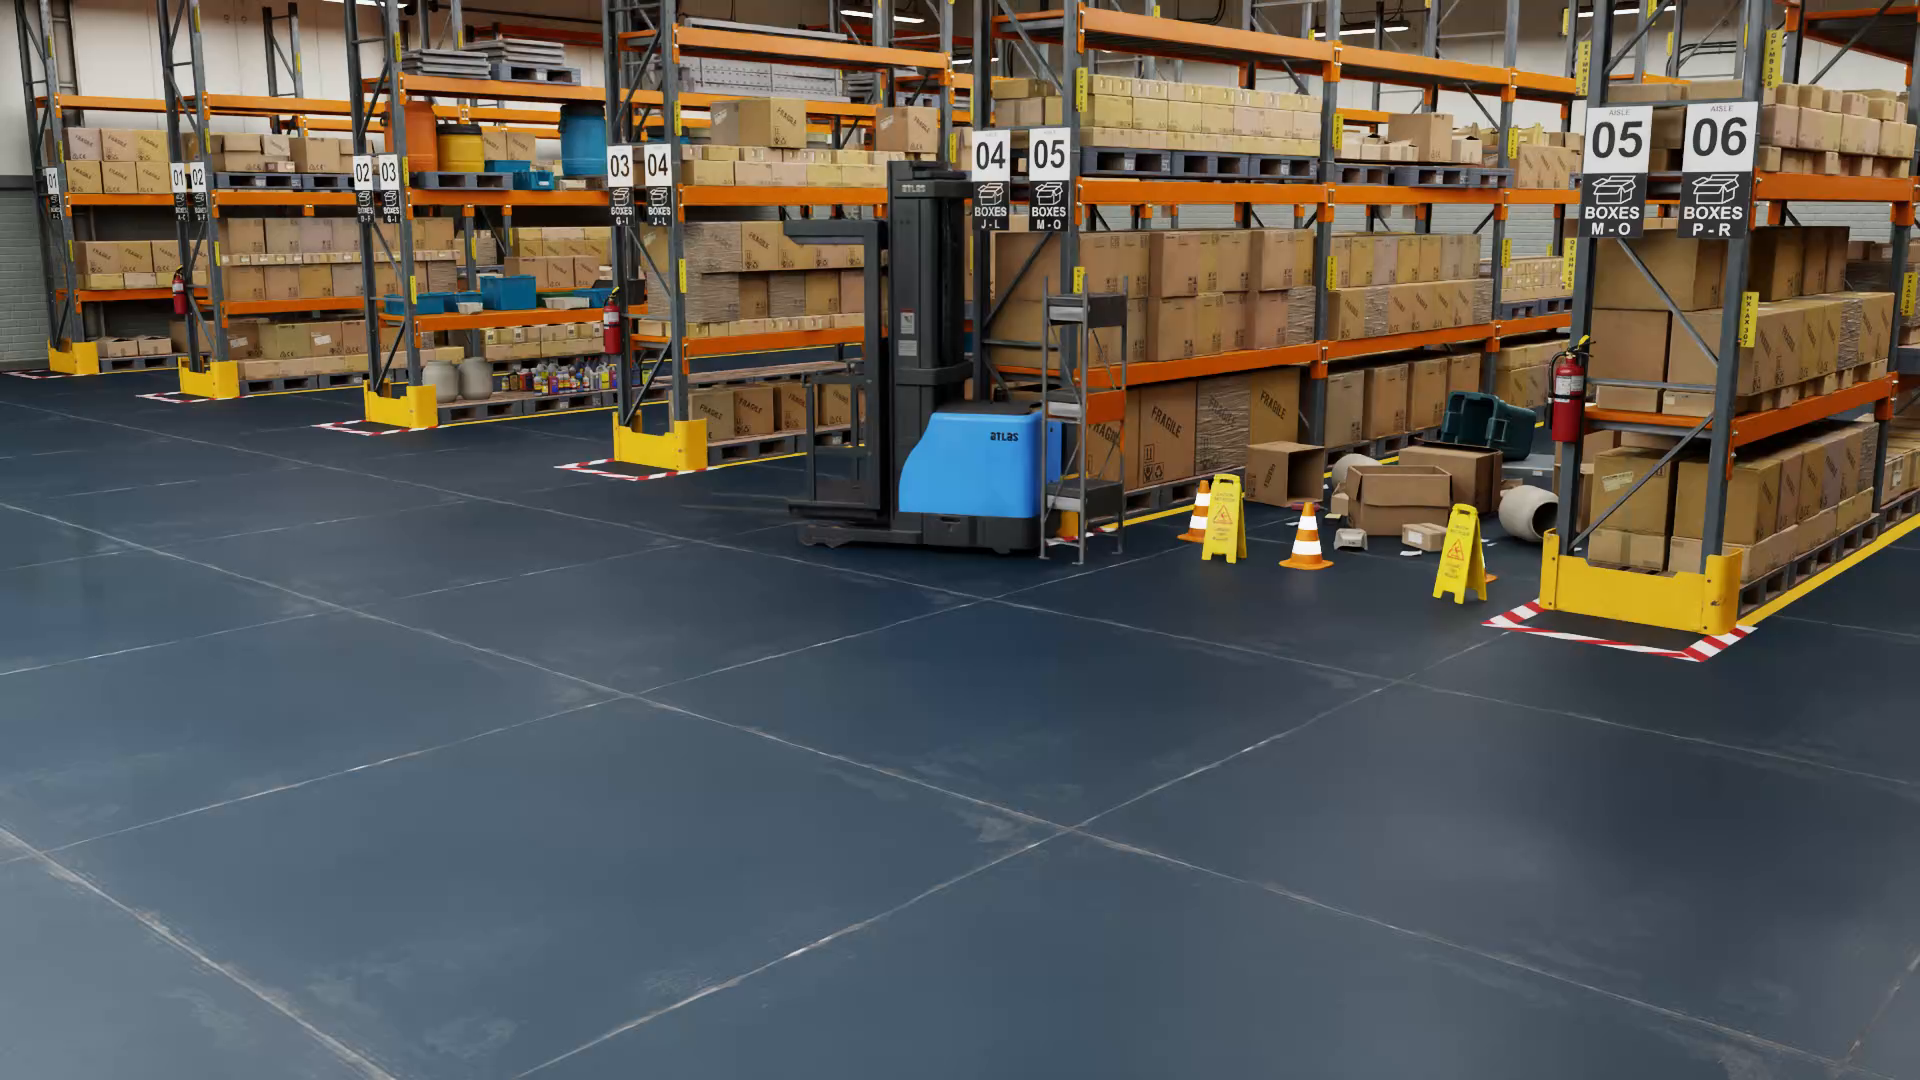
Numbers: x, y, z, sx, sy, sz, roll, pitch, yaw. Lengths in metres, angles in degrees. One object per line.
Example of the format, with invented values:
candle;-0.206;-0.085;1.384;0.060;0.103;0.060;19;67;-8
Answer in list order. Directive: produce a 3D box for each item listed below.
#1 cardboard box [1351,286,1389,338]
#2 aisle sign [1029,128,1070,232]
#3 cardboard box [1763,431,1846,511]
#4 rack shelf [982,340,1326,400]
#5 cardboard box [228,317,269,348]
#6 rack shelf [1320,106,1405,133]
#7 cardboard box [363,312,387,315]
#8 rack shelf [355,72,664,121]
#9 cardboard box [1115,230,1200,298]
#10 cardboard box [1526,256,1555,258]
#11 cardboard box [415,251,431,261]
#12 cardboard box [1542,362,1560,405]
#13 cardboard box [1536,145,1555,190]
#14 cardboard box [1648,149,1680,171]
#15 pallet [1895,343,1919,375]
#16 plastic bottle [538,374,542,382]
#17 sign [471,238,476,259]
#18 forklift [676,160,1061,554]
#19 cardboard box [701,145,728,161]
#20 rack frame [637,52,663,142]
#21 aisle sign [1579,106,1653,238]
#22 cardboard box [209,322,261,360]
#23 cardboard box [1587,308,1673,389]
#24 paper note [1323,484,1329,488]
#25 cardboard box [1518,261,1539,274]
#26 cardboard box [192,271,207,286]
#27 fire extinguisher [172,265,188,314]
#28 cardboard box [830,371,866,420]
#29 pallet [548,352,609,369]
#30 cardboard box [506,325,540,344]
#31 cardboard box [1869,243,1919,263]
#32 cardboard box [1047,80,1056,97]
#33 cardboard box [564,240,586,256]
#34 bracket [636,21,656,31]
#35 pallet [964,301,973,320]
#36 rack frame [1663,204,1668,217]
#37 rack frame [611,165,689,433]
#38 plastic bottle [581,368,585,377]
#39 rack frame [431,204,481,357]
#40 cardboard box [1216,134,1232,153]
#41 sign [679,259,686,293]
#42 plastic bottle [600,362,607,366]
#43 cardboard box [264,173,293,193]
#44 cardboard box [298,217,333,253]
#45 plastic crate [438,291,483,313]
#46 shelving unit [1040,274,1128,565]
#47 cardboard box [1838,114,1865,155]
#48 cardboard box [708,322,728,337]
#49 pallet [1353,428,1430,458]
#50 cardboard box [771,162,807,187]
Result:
cardboard box;4.043;-2.345;17.037;0.500;0.500;0.500;10;15;41
aisle sign;0.699;-2.816;13.014;0.394;0.787;0.004;10;15;40
cardboard box;6.086;-0.507;12.124;0.500;0.500;0.500;11;16;43
rack shelf;1.840;-1.532;15.058;1.077;0.370;4.000;10;15;40
cardboard box;-12.316;-3.588;28.777;0.500;0.500;0.500;8;14;36
rack shelf;6.103;-6.699;26.634;1.077;0.370;4.000;10;15;40
cardboard box;-10.884;-3.939;30.533;0.700;0.500;0.500;9;15;39
rack shelf;-5.539;-5.574;21.001;1.077;0.370;4.000;10;15;40
cardboard box;1.560;-2.401;14.432;0.875;0.550;0.550;10;15;40
cardboard box;7.657;-3.690;22.077;0.380;0.149;0.250;10;15;42
cardboard box;-8.292;-4.341;25.374;0.380;0.149;0.250;9;15;39
cardboard box;7.124;-1.969;20.721;0.500;0.500;0.500;9;15;39
cardboard box;6.703;-4.411;19.725;0.500;0.500;0.500;10;15;40
cardboard box;4.331;-2.402;10.559;0.380;0.149;0.250;10;15;41
pallet;7.559;-1.553;13.819;1.003;0.211;1.213;10;15;40
plastic bottle;-5.592;-2.098;22.077;0.097;0.201;0.097;0;11;0
sign;-7.519;-4.508;25.711;0.100;0.325;0.005;10;15;40
forklift;-0.757;-1.472;13.100;3.031;2.935;1.130;3;12;16
cardboard box;-2.540;-3.876;16.663;0.380;0.149;0.250;10;15;42
rack frame;-6.380;-8.875;34.671;1.000;3.000;0.127;10;15;40
aisle sign;4.046;-2.268;10.272;0.394;0.787;0.004;10;15;40
cardboard box;-10.447;-2.870;23.957;0.500;0.500;0.500;10;15;40
cardboard box;4.457;-1.275;10.924;0.500;0.500;0.500;9;15;39
paper note;3.397;-0.507;15.670;0.147;0.020;0.142;0;11;1
cardboard box;6.768;-3.299;20.120;0.380;0.149;0.250;9;14;38
cardboard box;-12.732;-4.361;27.720;0.500;0.250;0.500;10;15;41
fire extinguisher;-11.005;-3.532;23.436;0.296;0.674;0.183;10;15;40
cardboard box;-1.165;-1.676;19.254;0.500;0.500;0.500;-7;13;-30
pallet;-6.675;-3.043;27.905;1.003;0.211;1.213;10;15;40
cardboard box;-7.143;-3.350;26.843;0.500;0.311;0.500;10;15;40
cardboard box;7.522;-2.296;13.305;0.380;0.149;0.250;10;15;40
cardboard box;0.654;-3.714;13.767;0.380;0.149;0.250;10;15;41
cardboard box;-7.826;-5.736;33.208;0.500;0.500;0.500;10;15;40
bracket;-6.575;-10.748;34.858;0.235;0.232;0.430;10;15;40
pallet;0.115;-2.834;20.234;1.003;0.211;1.213;10;15;40
rack frame;11.082;-3.944;25.301;1.000;3.000;0.127;10;15;40
rack frame;-3.139;-2.246;16.800;1.000;3.000;0.127;10;15;40
plastic bottle;-4.958;-2.141;22.086;0.061;0.283;0.133;10;15;40
rack frame;-7.937;-4.116;26.162;1.000;3.000;0.127;10;15;40
cardboard box;2.154;-3.462;14.541;0.380;0.149;0.250;10;15;40
sign;-2.731;-2.601;16.364;0.100;0.325;0.005;10;15;40
plastic bottle;-4.951;-2.314;22.969;0.152;0.276;0.135;10;15;42
cardboard box;-11.810;-6.179;28.526;0.500;0.500;0.500;10;15;42
cardboard box;-9.550;-4.440;24.216;0.700;0.500;0.500;10;15;41
plastic crate;-6.321;-3.021;21.058;0.499;0.251;0.408;10;15;40
shelving unit;0.922;-0.906;12.386;0.431;2.100;0.503;10;15;40
cardboard box;5.852;-2.773;11.400;0.500;0.250;0.500;10;15;42
cardboard box;-2.592;-2.169;17.052;0.380;0.149;0.250;10;15;40
pallet;4.419;-1.115;18.254;1.003;0.211;1.213;10;15;40
cardboard box;-1.961;-3.830;17.454;0.500;0.250;0.500;10;15;40
